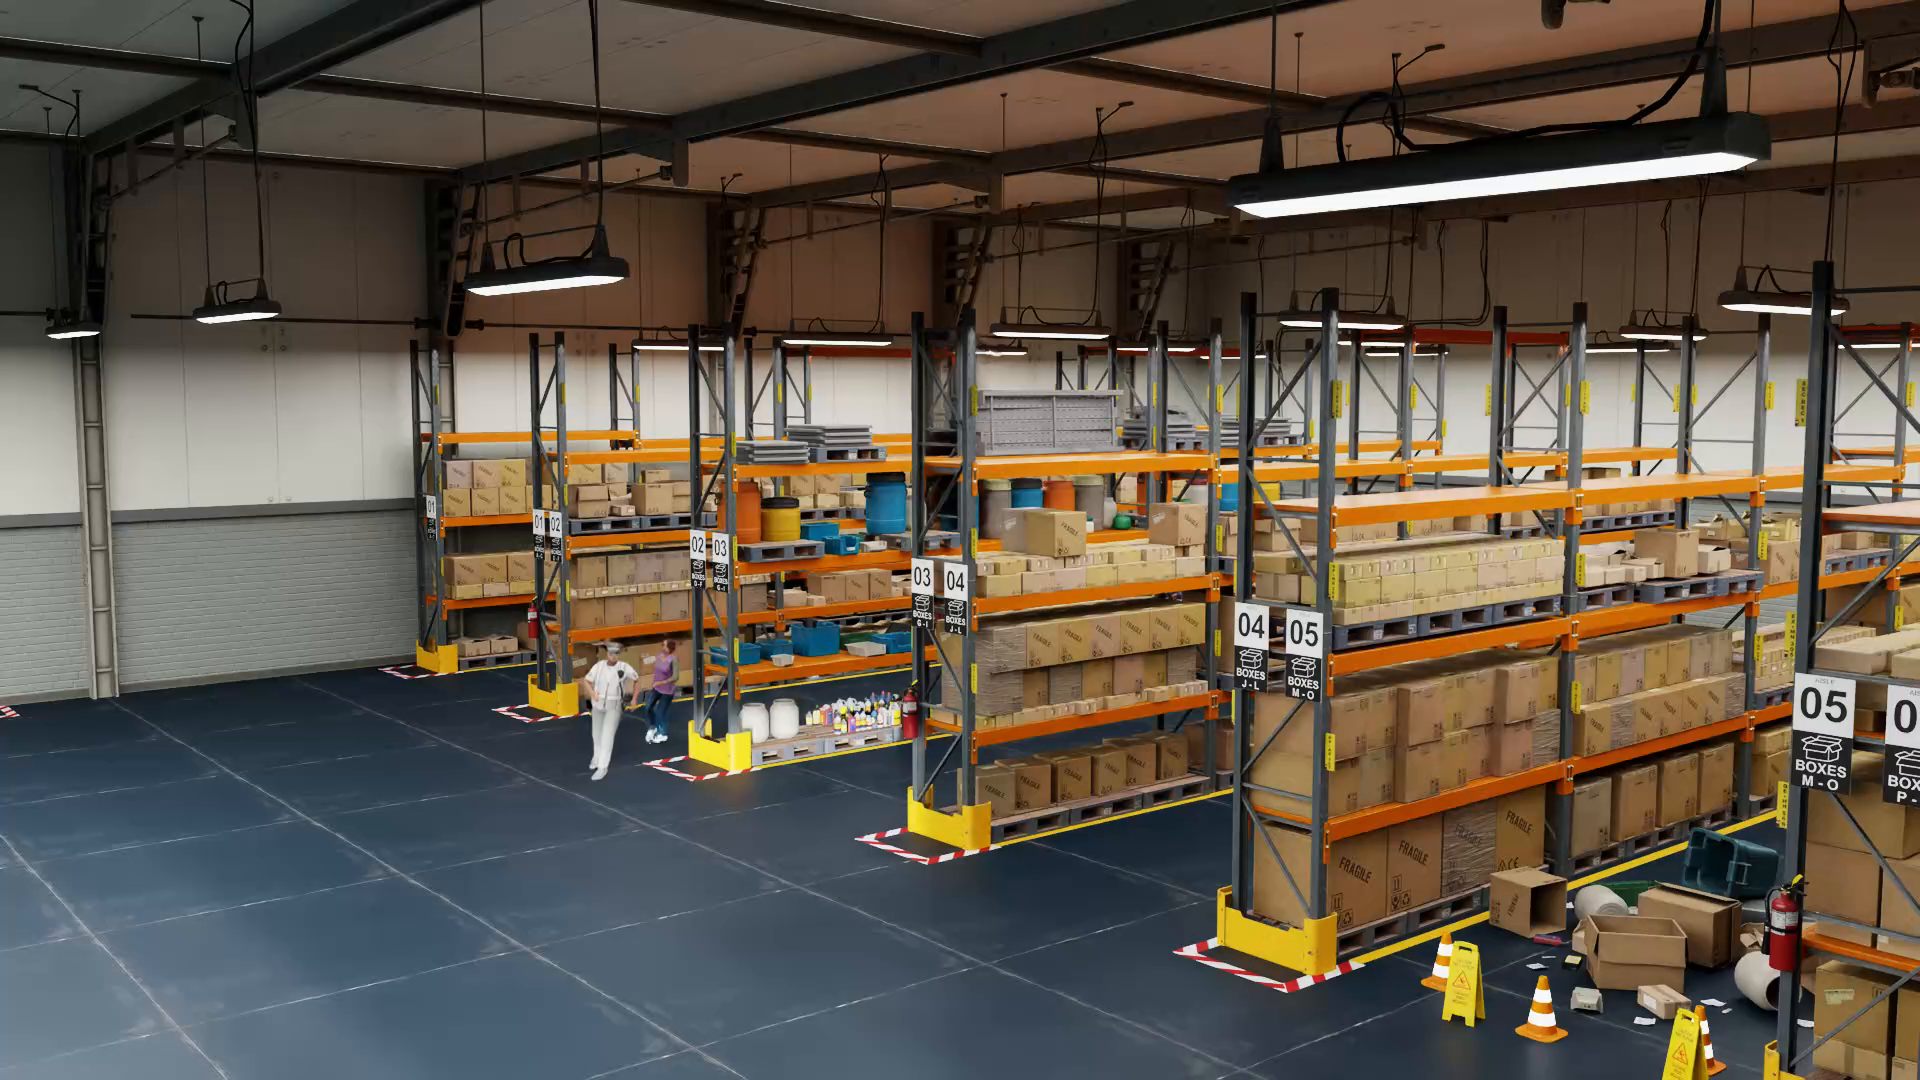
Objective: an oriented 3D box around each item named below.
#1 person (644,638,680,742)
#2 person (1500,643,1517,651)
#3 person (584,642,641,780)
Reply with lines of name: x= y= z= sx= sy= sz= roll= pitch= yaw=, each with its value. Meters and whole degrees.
person: x=-4.271 y=2.181 z=23.890 sx=0.537 sy=1.522 sz=0.585 roll=2 pitch=6 yaw=25
person: x=7.733 y=2.202 z=23.324 sx=0.650 sy=1.624 sz=0.641 roll=-4 pitch=6 yaw=-35
person: x=-4.646 y=2.222 z=22.098 sx=0.723 sy=1.751 sz=0.824 roll=0 pitch=5 yaw=1
